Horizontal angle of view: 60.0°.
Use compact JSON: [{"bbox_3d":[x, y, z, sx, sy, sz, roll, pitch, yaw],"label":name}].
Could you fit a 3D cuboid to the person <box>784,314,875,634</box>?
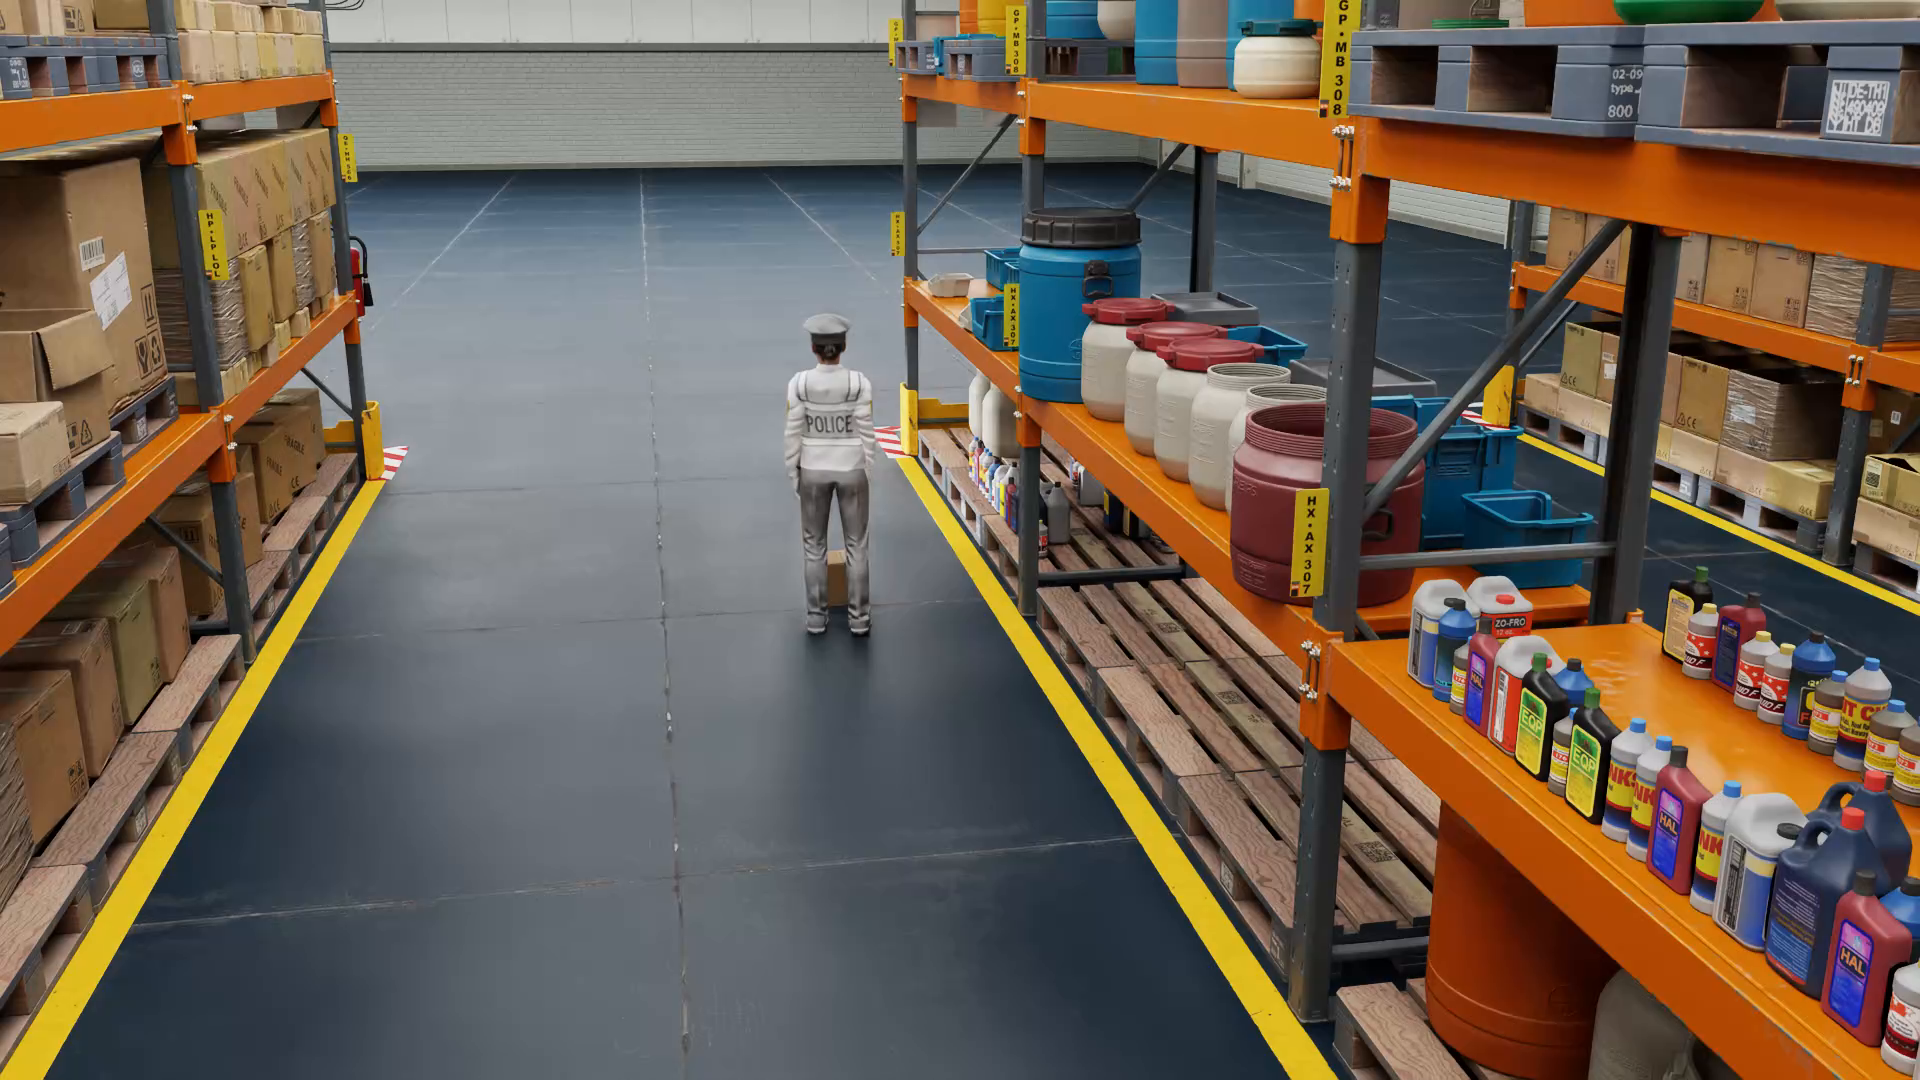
[{"bbox_3d":[-0.671,-0.330,8.649,0.467,1.670,0.313,0,16,-1],"label":"person"}]
